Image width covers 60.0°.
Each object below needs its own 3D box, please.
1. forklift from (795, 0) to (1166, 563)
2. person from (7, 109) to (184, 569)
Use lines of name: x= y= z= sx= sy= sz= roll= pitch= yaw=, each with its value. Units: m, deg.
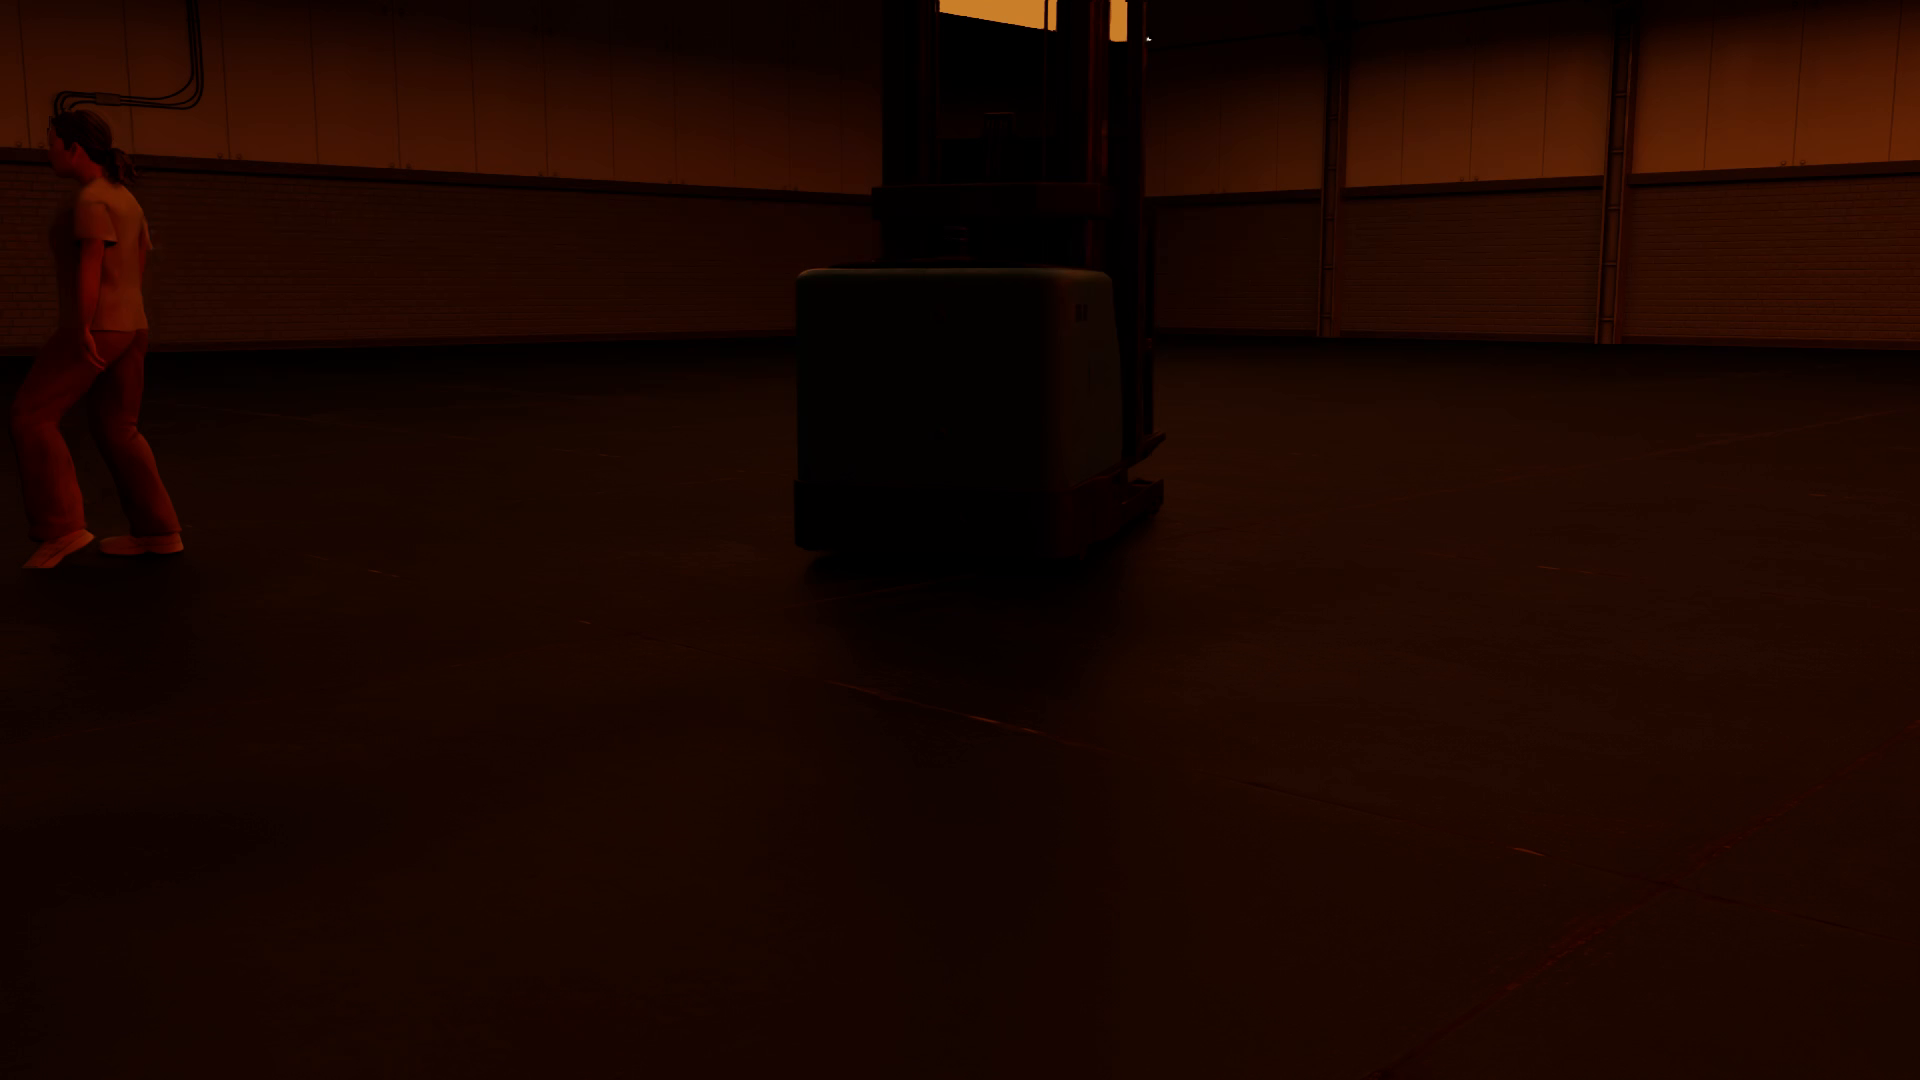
forklift: x=0.294 y=-1.547 z=7.150 sx=1.130 sy=2.935 sz=3.031 roll=2 pitch=9 yaw=16
person: x=-3.219 y=-0.724 z=6.178 sx=0.497 sy=1.710 sz=0.564 roll=-1 pitch=9 yaw=-6
